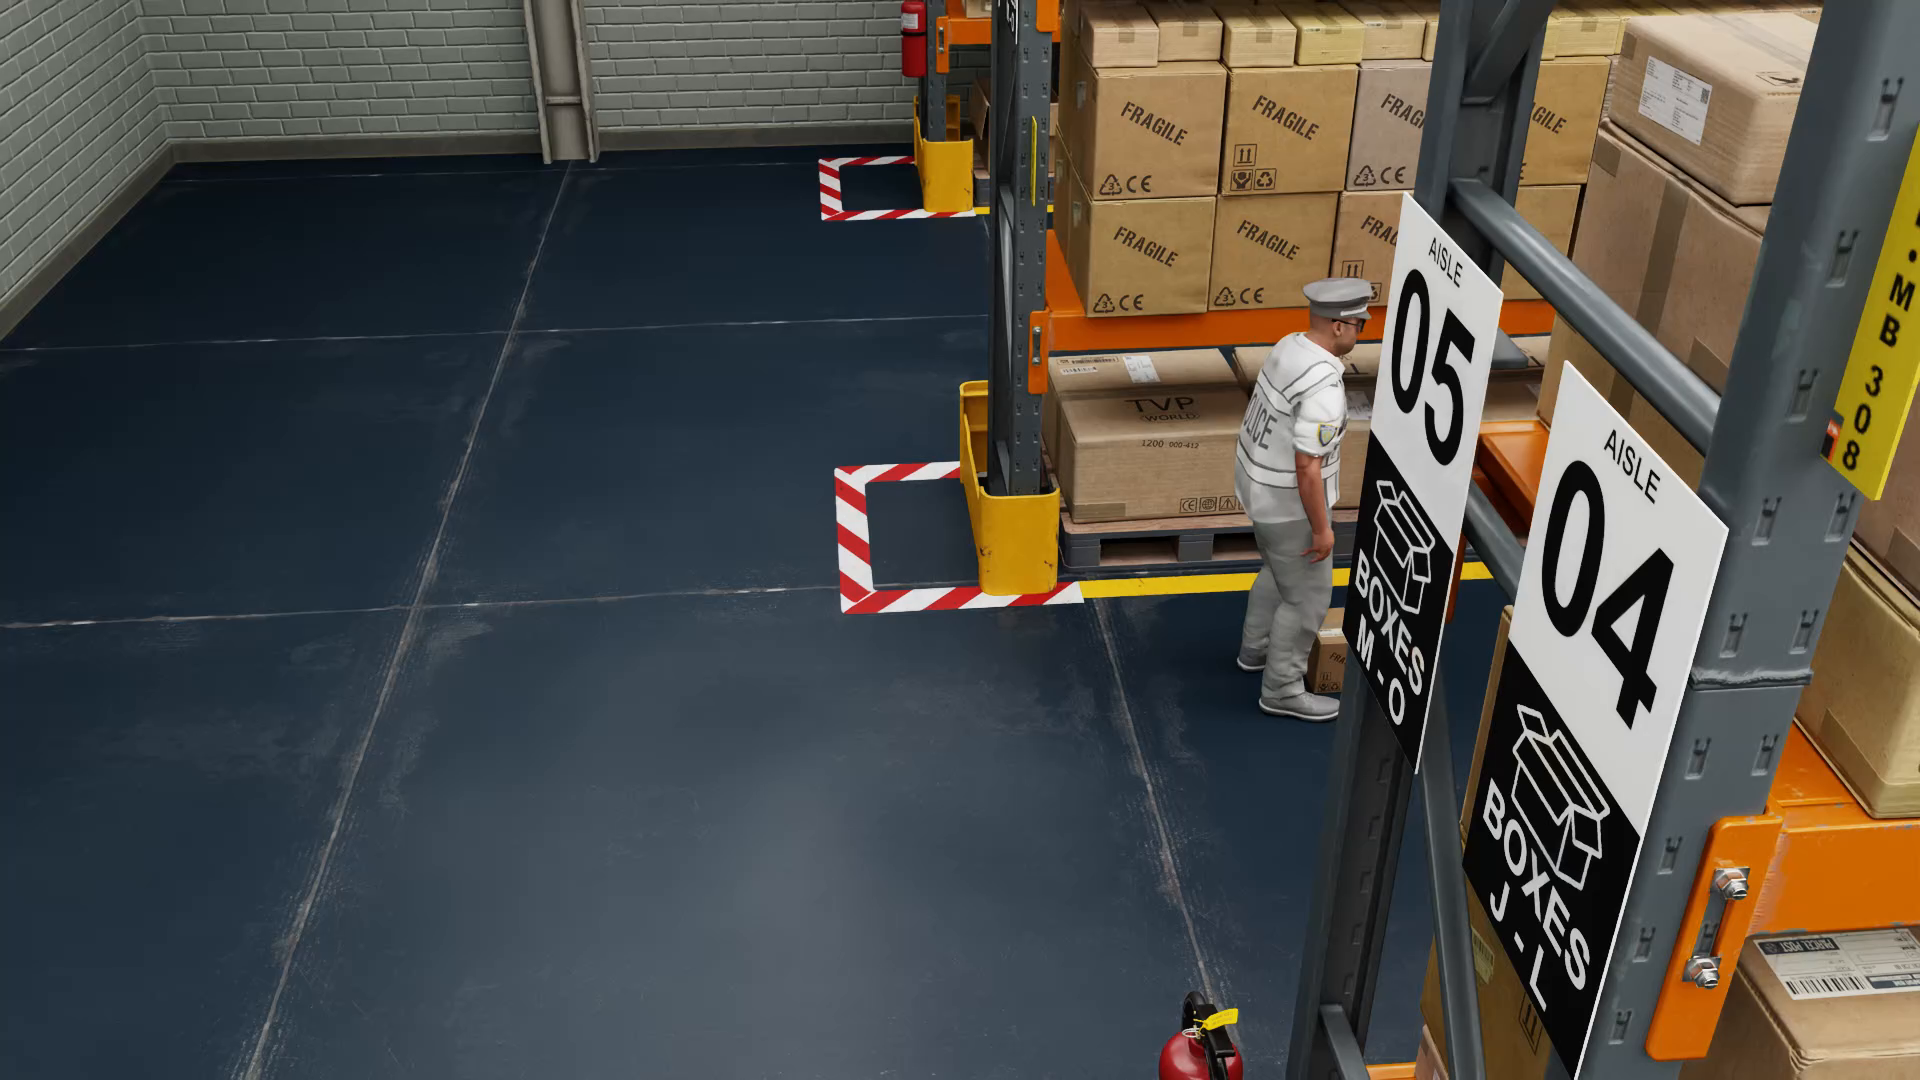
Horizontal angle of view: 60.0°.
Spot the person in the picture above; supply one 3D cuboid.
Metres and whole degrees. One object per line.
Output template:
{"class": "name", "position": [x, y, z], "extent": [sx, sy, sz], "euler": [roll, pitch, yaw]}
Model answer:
{"class": "person", "position": [1.285, -0.160, 6.396], "extent": [0.443, 1.744, 0.585], "euler": [-3, 31, -5]}
